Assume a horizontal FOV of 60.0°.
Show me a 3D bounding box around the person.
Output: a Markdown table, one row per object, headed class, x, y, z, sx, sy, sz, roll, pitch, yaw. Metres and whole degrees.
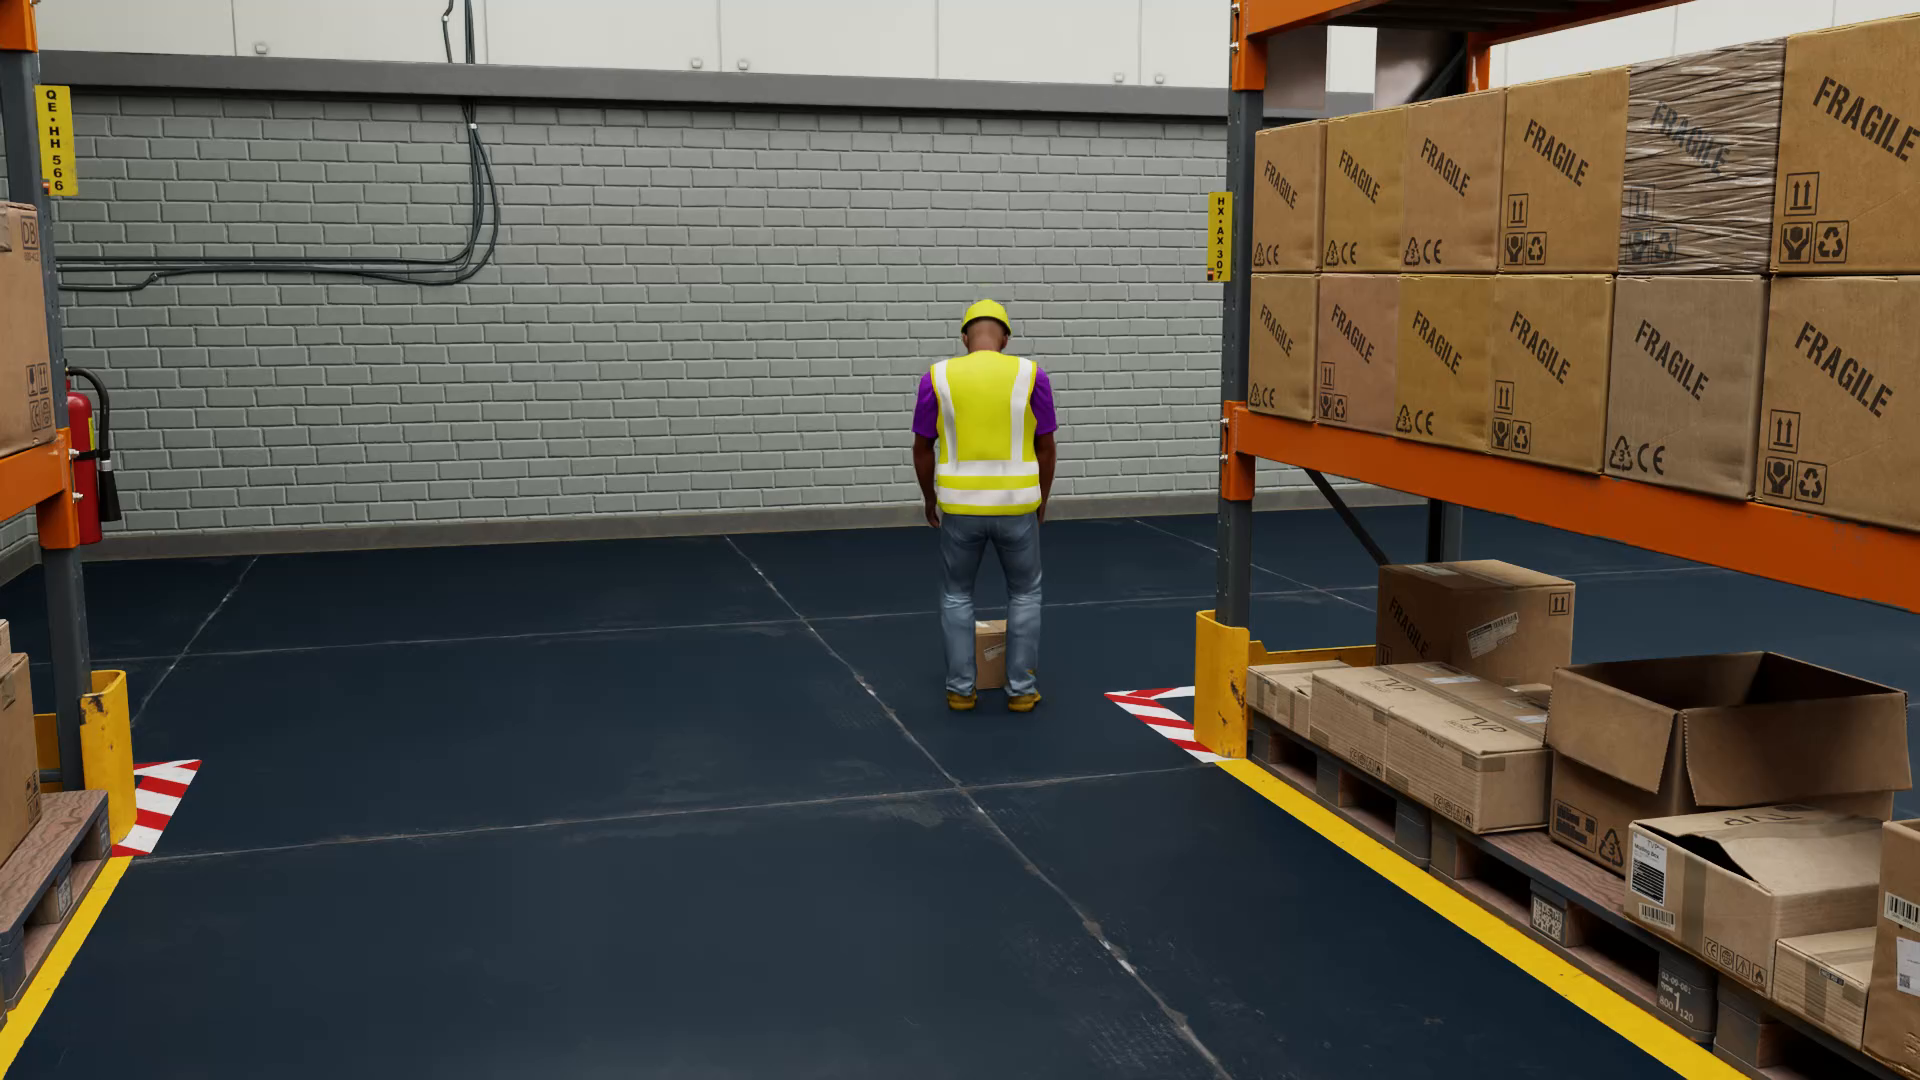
| class | x | y | z | sx | sy | sz | roll | pitch | yaw |
| --- | --- | --- | --- | --- | --- | --- | --- | --- | --- |
| person | 0.101 | -0.144 | 6.927 | 0.599 | 1.693 | 0.491 | 1 | 9 | 6 |
